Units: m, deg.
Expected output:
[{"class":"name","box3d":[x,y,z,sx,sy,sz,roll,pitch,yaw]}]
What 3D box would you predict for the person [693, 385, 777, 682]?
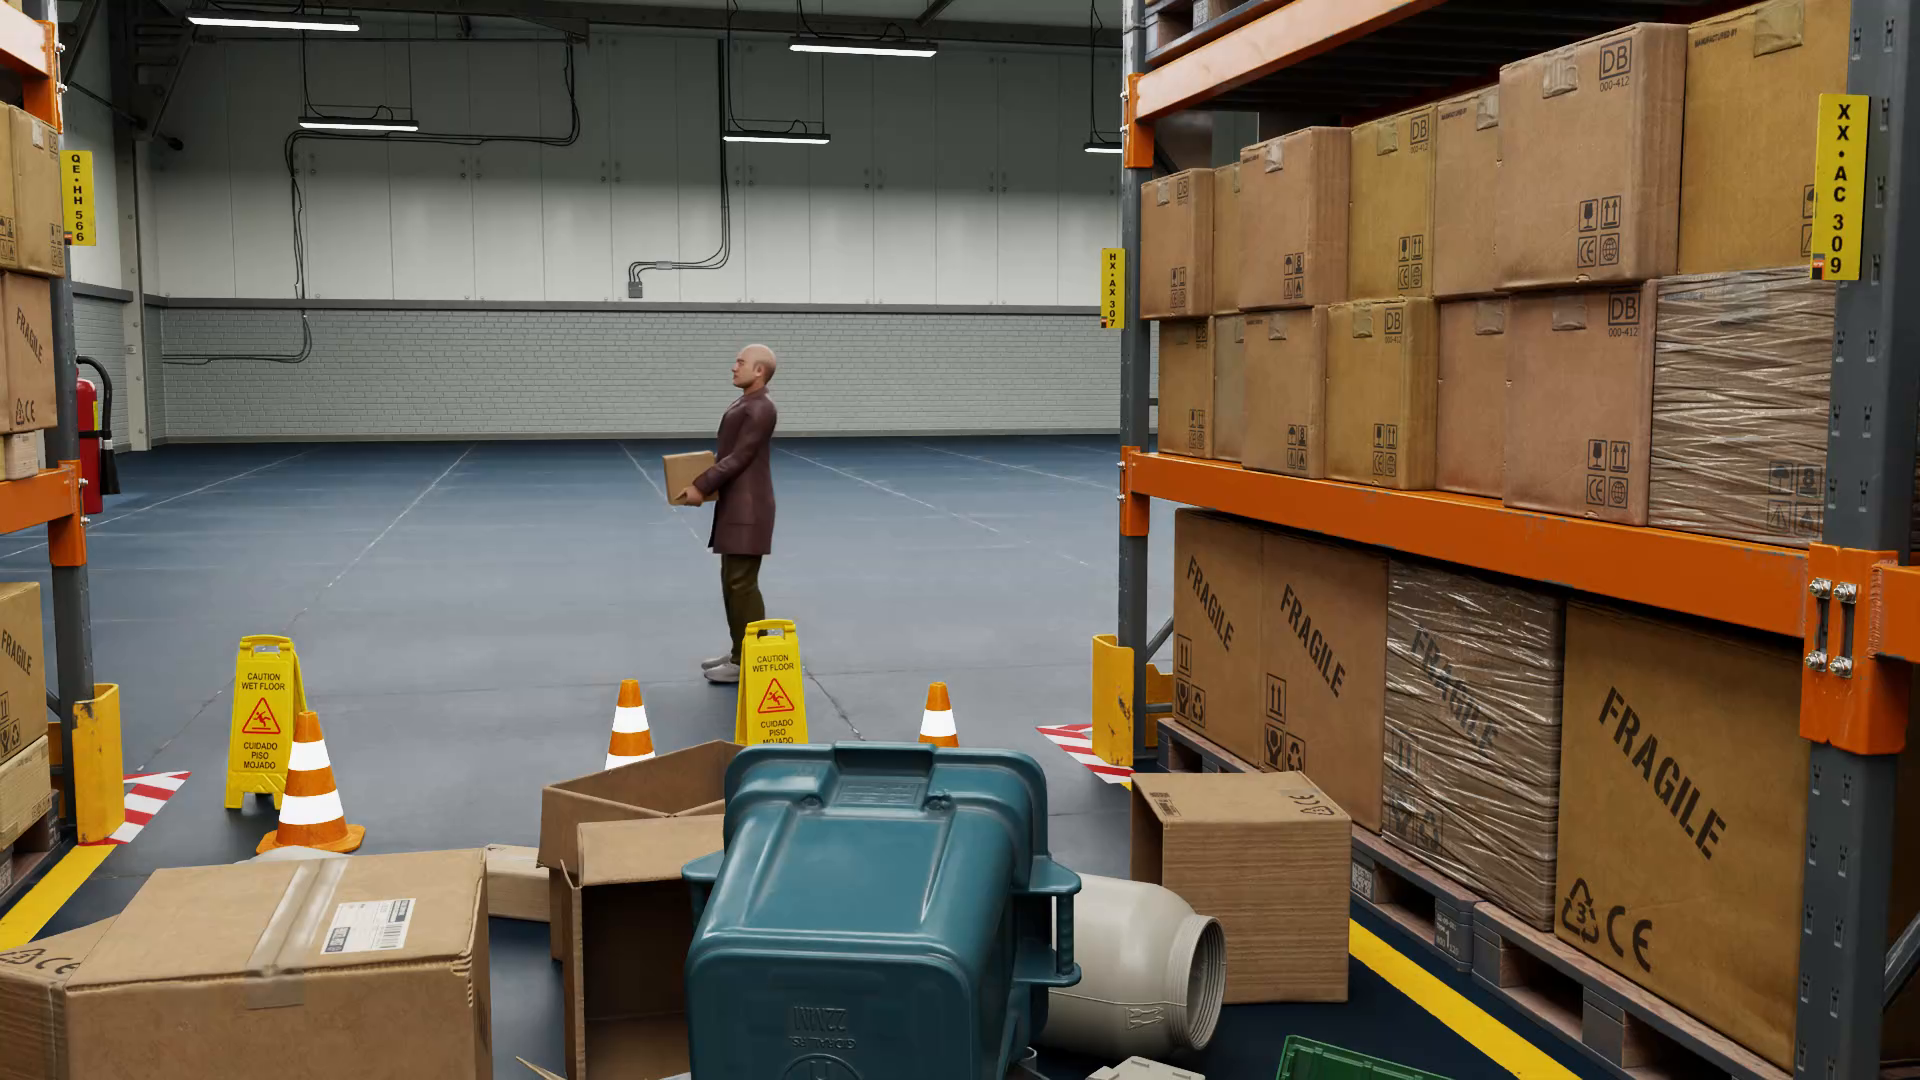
[{"class":"person","box3d":[-1.197,-0.044,8.827,0.468,1.559,0.529,-1,6,-14]}]
